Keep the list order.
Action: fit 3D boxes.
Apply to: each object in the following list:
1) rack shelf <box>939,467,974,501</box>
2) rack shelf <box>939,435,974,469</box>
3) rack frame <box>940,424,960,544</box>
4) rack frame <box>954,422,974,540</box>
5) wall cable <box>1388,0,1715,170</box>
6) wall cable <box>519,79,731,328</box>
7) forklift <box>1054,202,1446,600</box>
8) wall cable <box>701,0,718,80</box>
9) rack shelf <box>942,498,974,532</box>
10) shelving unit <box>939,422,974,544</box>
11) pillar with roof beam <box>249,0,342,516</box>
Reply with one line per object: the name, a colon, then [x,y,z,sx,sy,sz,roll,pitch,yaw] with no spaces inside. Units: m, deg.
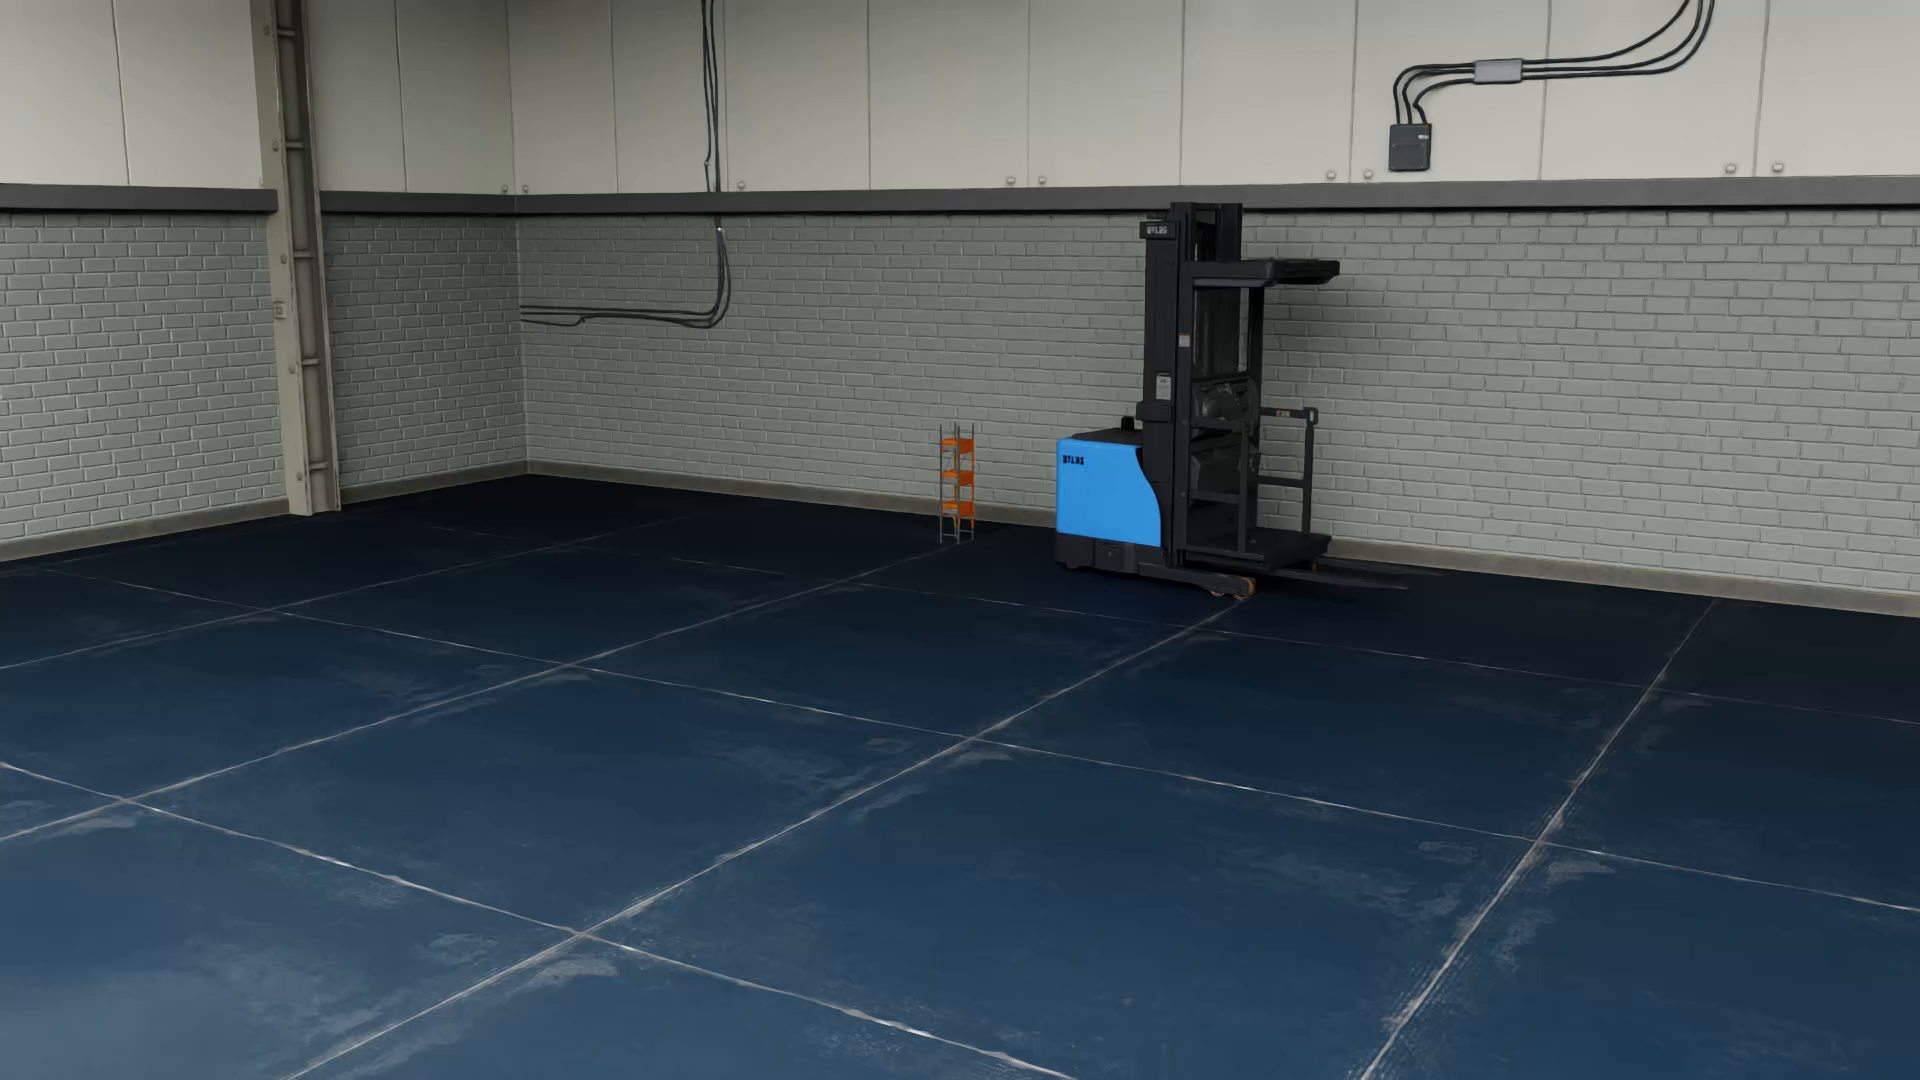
rack shelf: [-0.028,-0.497,14.729,0.215,0.259,0.240,6,12,31]
rack shelf: [-0.028,-0.776,14.677,0.215,0.259,0.240,6,12,31]
rack frame: [-0.091,-0.488,14.625,0.200,1.050,0.008,6,12,31]
rack frame: [0.036,-0.527,14.830,0.200,1.050,0.008,6,12,31]
wall cable: [4.420,-5.801,12.159,2.305,6.003,0.169,6,12,31]
wall cable: [-3.686,-3.513,17.615,3.097,2.526,0.112,6,12,31]
forklift: [2.223,-1.101,12.783,3.031,2.935,1.130,9,14,39]
wall cable: [-1.374,-5.737,15.770,3.097,2.526,0.112,6,12,31]
rack shelf: [-0.028,-0.224,14.780,0.215,0.259,0.240,6,12,31]
shelving unit: [-0.028,-0.508,14.727,0.215,1.050,0.252,6,12,31]
pillar with roof beam: [-2.666,-4.291,13.332,9.100,9.000,0.400,6,12,31]
